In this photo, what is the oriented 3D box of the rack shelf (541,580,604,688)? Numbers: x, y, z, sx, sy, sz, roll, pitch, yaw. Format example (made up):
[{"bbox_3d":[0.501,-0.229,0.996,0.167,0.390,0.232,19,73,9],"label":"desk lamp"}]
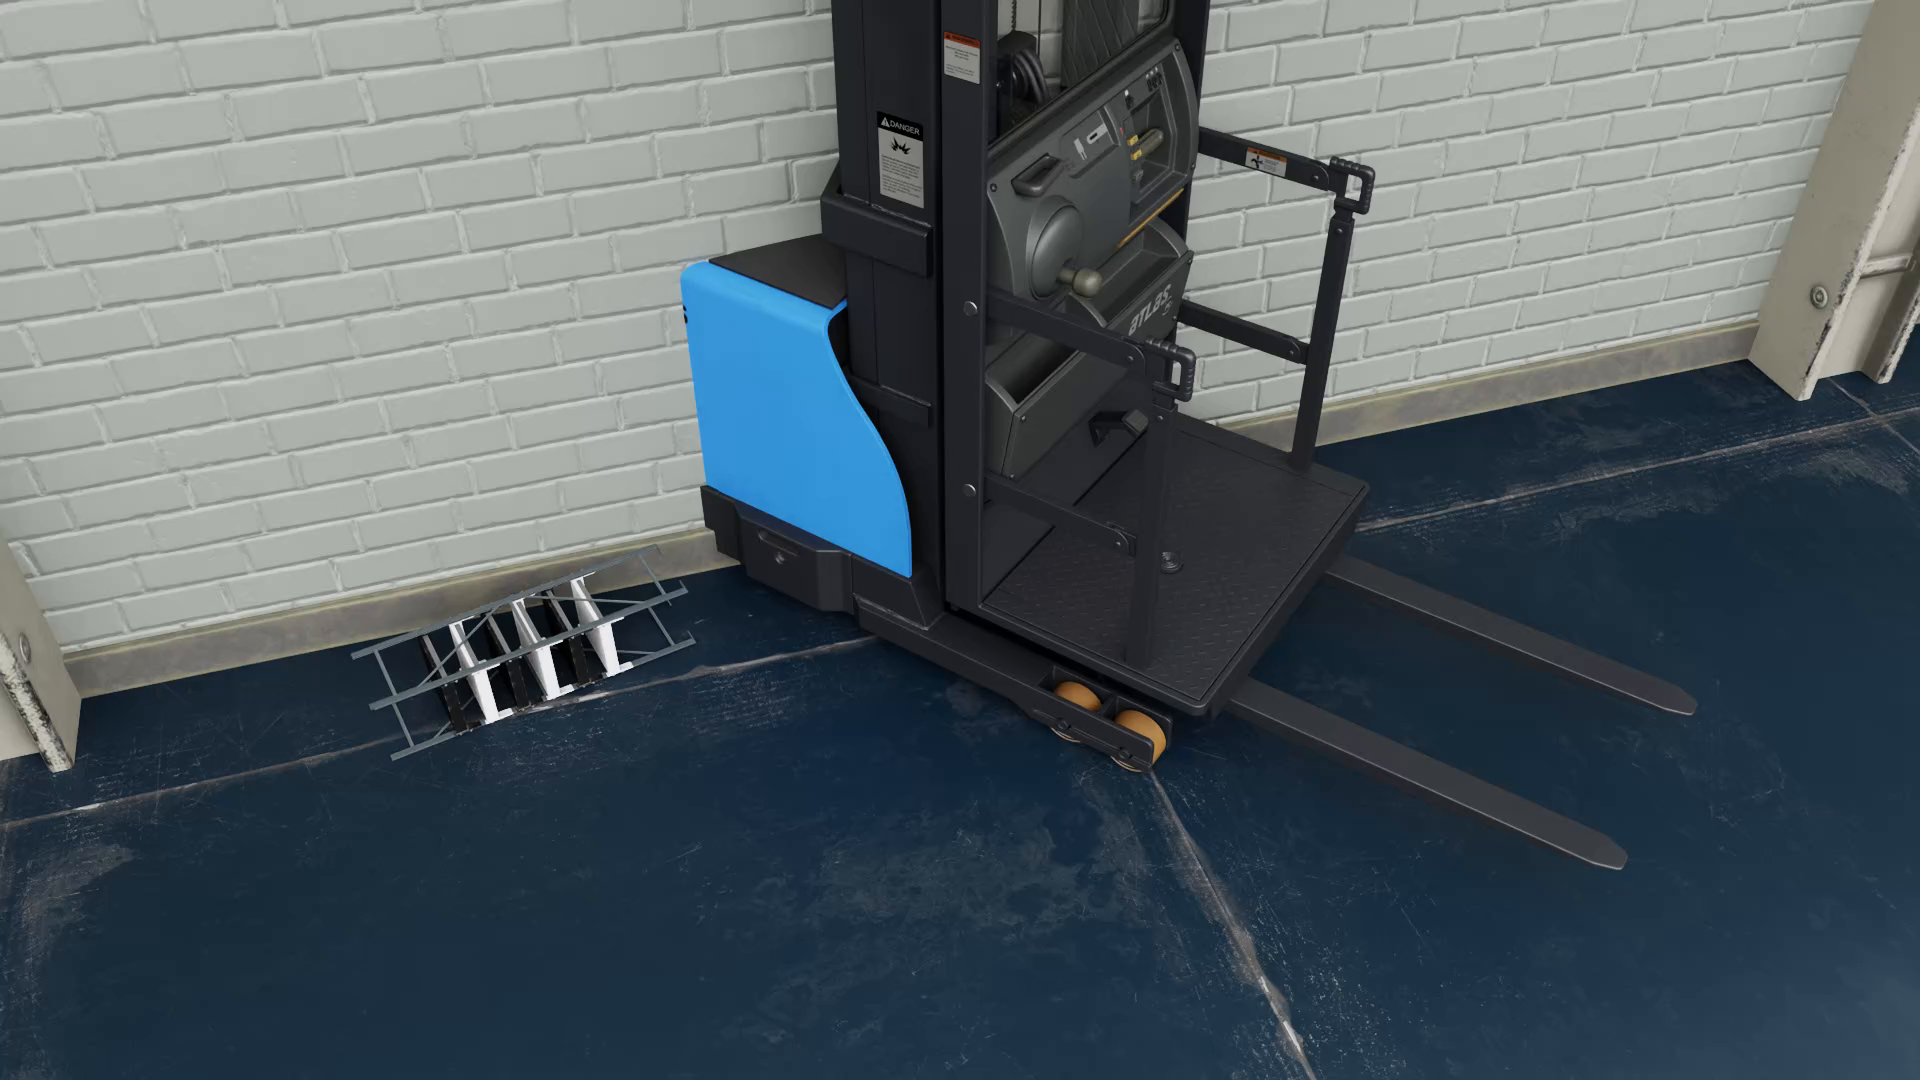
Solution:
[{"bbox_3d":[-1.119,0.266,4.778,0.077,0.200,0.258,-21,45,-22],"label":"rack shelf"}]

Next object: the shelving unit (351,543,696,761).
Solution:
[{"bbox_3d":[-1.226,0.308,4.732,0.900,0.210,0.258,-21,45,-22],"label":"shelving unit"}]

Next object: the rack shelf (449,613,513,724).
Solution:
[{"bbox_3d":[-1.353,0.357,4.678,0.077,0.200,0.258,-21,45,-22],"label":"rack shelf"}]

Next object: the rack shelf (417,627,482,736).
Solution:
[{"bbox_3d":[-1.431,0.388,4.644,0.077,0.200,0.258,-21,45,-22],"label":"rack shelf"}]

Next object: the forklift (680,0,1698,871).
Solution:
[{"bbox_3d":[0.518,-0.876,4.025,3.031,2.935,1.130,24,46,25],"label":"forklift"}]

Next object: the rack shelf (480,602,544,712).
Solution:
[{"bbox_3d":[-1.275,0.327,4.711,0.077,0.200,0.258,-21,45,-22],"label":"rack shelf"}]

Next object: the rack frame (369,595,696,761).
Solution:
[{"bbox_3d":[-1.225,0.384,4.799,0.900,0.006,0.240,-21,45,-22],"label":"rack frame"}]

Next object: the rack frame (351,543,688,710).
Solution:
[{"bbox_3d":[-1.227,0.232,4.665,0.900,0.006,0.240,-21,45,-22],"label":"rack frame"}]

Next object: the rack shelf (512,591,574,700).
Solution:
[{"bbox_3d":[-1.197,0.297,4.745,0.077,0.200,0.258,-21,45,-22],"label":"rack shelf"}]

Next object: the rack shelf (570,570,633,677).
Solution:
[{"bbox_3d":[-1.042,0.236,4.811,0.077,0.200,0.258,-21,45,-22],"label":"rack shelf"}]
